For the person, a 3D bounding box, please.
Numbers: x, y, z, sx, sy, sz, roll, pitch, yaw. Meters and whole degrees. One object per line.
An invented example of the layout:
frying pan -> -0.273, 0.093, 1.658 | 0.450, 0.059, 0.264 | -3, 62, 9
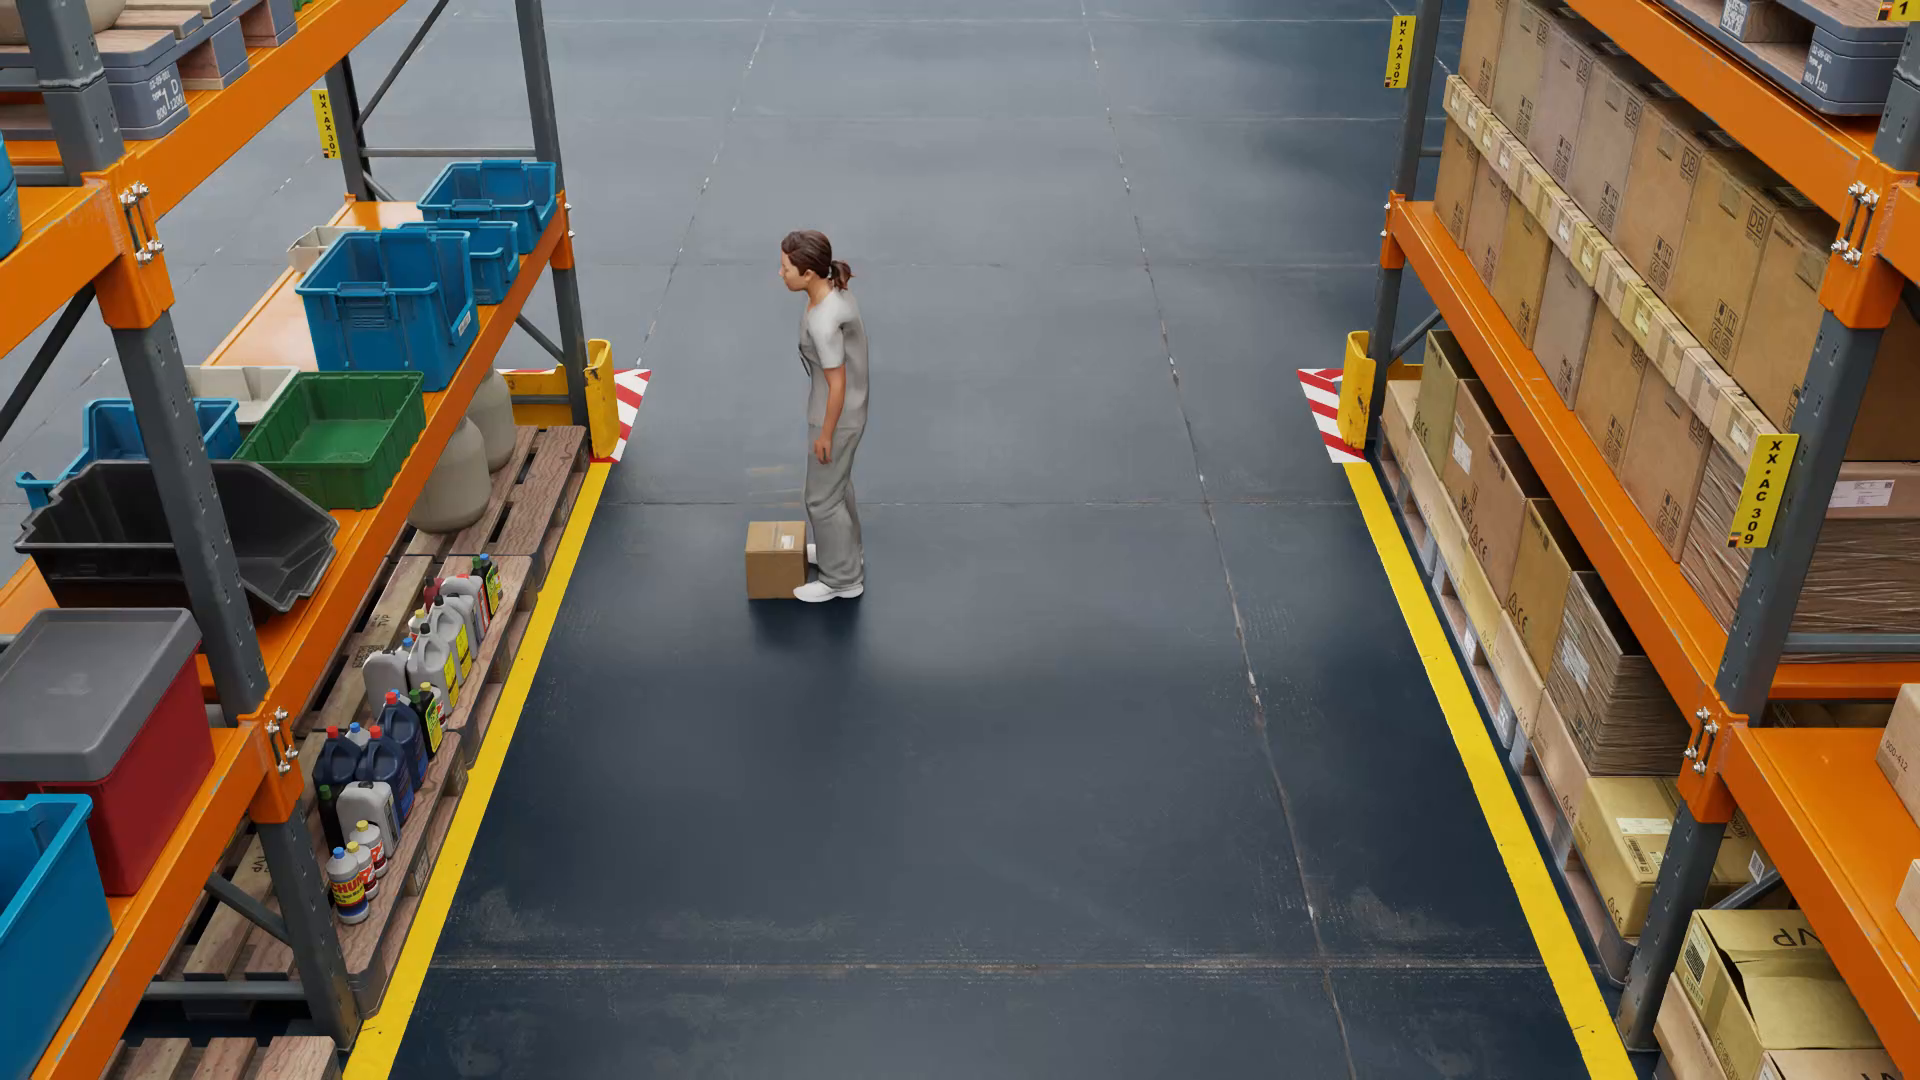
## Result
person -> -0.558, -0.523, 6.986 | 0.363, 1.671, 0.502 | -2, 32, -3
